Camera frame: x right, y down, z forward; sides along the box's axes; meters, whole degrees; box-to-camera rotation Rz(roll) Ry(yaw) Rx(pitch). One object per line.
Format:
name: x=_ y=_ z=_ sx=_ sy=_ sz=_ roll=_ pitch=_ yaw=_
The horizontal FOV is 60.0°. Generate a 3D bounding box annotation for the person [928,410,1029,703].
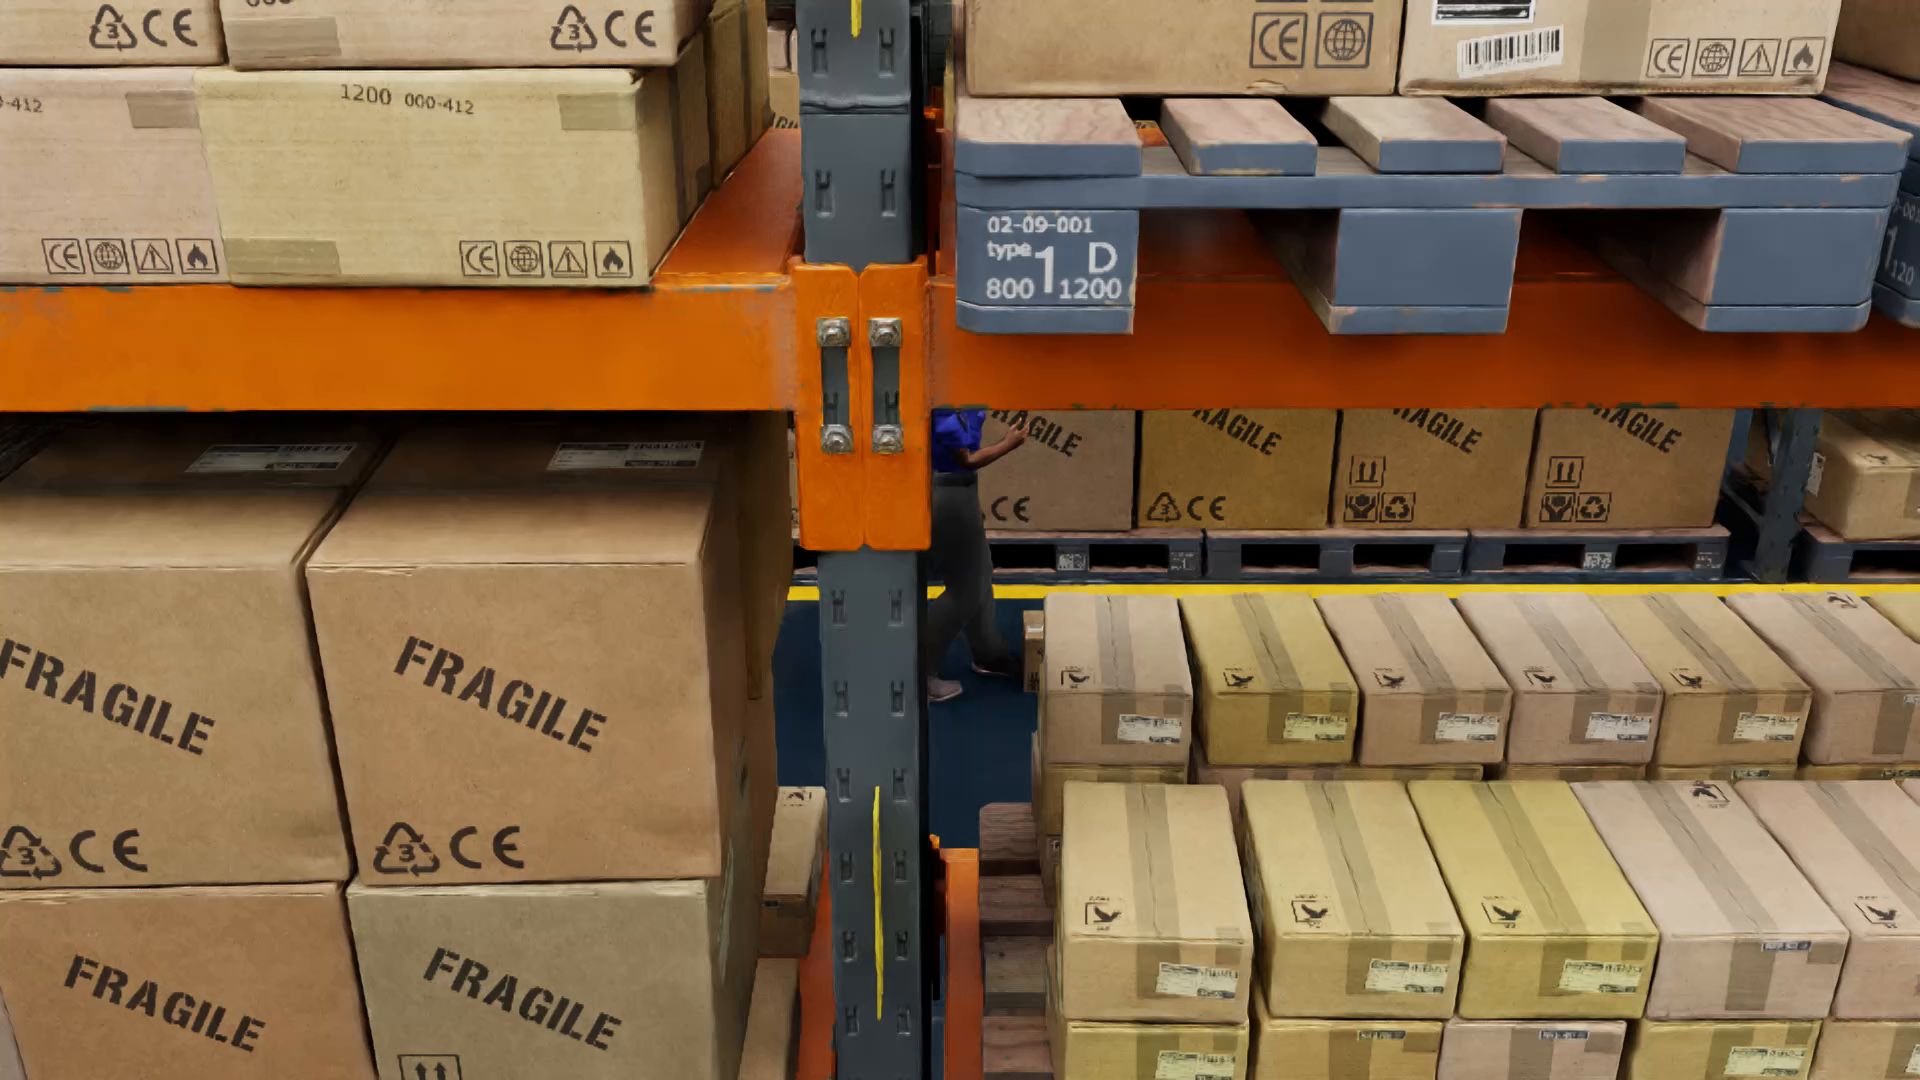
person: x=0.008 y=-0.127 z=6.453 sx=0.687 sy=1.680 sz=0.541 roll=-5 pitch=25 yaw=-12
